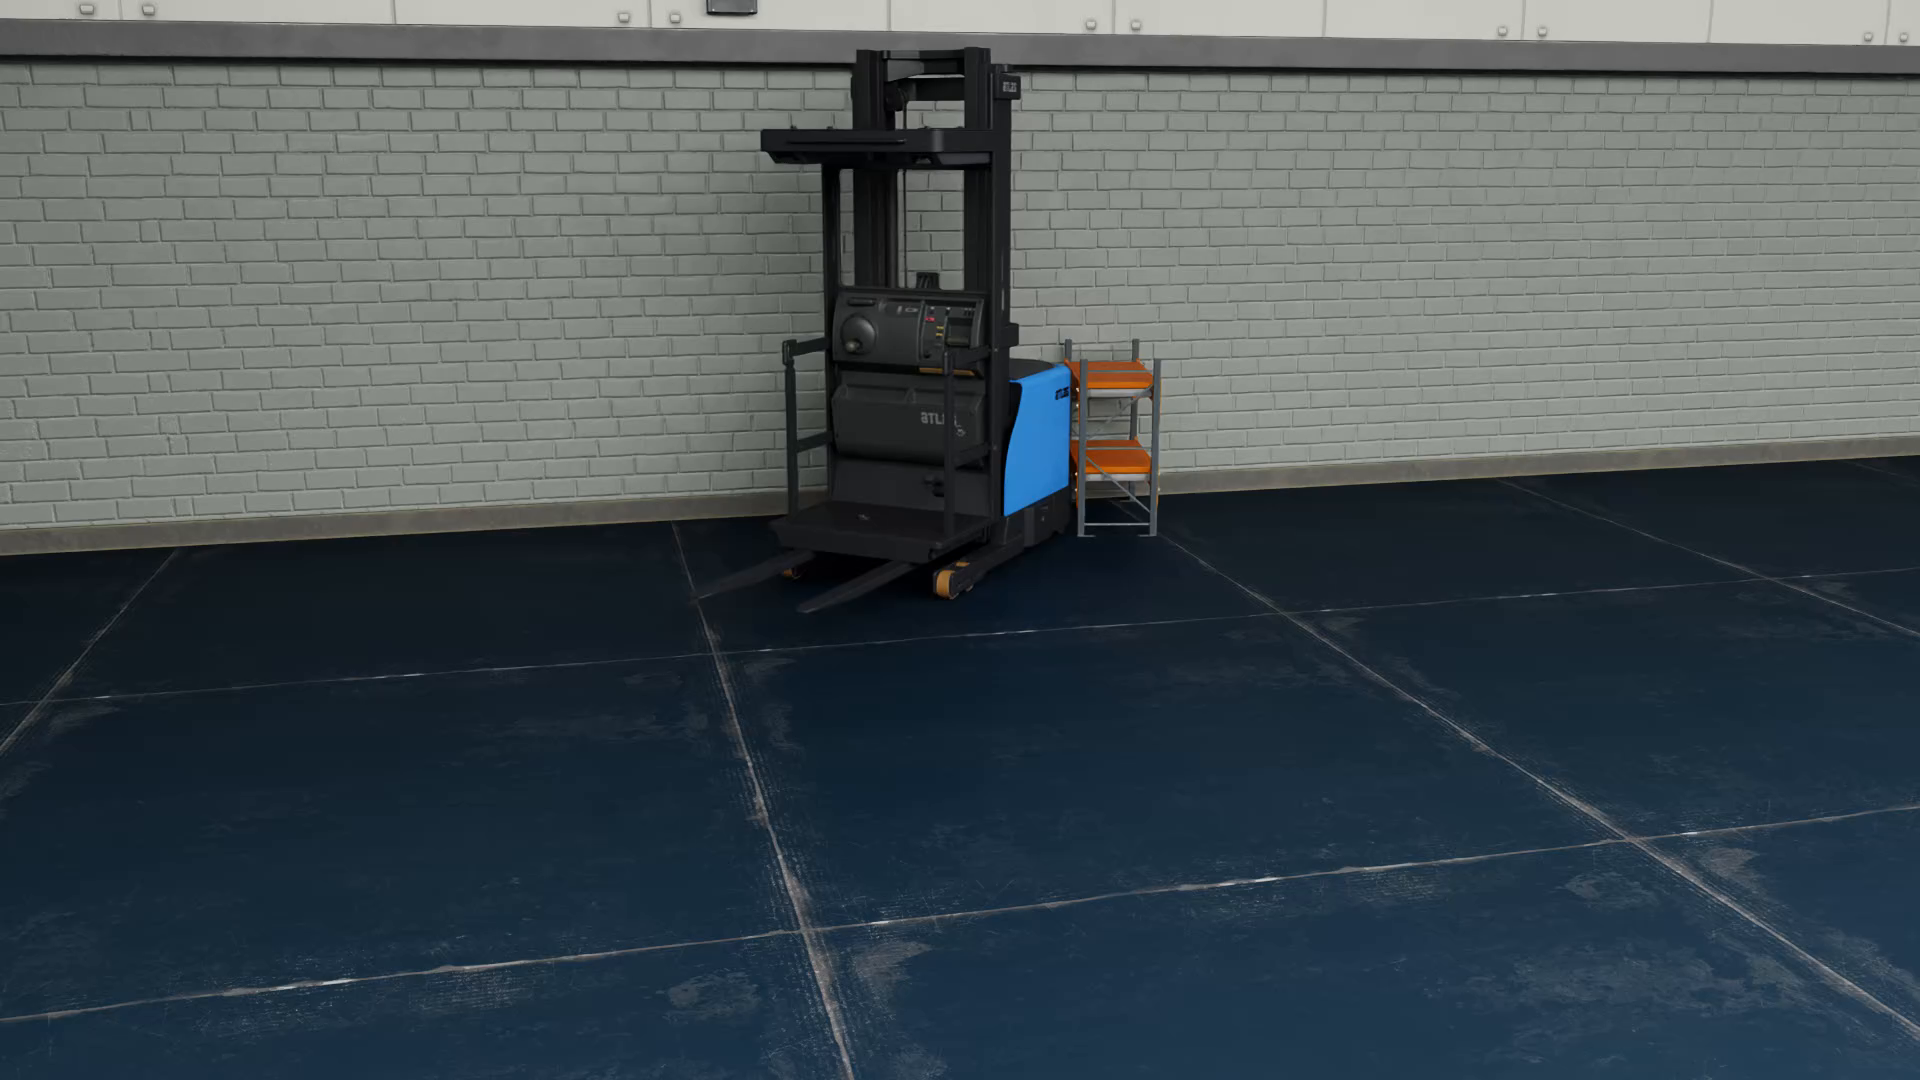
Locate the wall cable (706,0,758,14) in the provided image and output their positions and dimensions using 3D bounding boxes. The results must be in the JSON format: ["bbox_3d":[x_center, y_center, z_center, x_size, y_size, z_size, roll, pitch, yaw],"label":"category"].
[{"bbox_3d":[-0.433,-6.226,9.783,2.305,6.003,0.169,-3,14,-13],"label":"wall cable"}]

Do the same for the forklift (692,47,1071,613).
[{"bbox_3d":[-0.388,-1.216,9.227,1.130,2.935,3.031,7,15,25],"label":"forklift"}]

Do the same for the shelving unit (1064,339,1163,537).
[{"bbox_3d":[0.977,-0.692,10.889,0.538,1.125,1.048,0,14,-2],"label":"shelving unit"}]

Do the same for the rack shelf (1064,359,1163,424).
[{"bbox_3d":[0.977,-0.976,10.820,0.538,0.278,1.000,0,14,-2],"label":"rack shelf"}]

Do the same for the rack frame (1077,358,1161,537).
[{"bbox_3d":[0.992,-0.571,10.396,0.500,1.125,0.032,0,14,-2],"label":"rack frame"}]

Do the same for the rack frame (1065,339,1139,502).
[{"bbox_3d":[0.963,-0.813,11.383,0.500,1.125,0.032,0,14,-2],"label":"rack frame"}]

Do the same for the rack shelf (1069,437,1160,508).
[{"bbox_3d":[0.977,-0.454,10.947,0.538,0.278,1.000,0,14,-2],"label":"rack shelf"}]
